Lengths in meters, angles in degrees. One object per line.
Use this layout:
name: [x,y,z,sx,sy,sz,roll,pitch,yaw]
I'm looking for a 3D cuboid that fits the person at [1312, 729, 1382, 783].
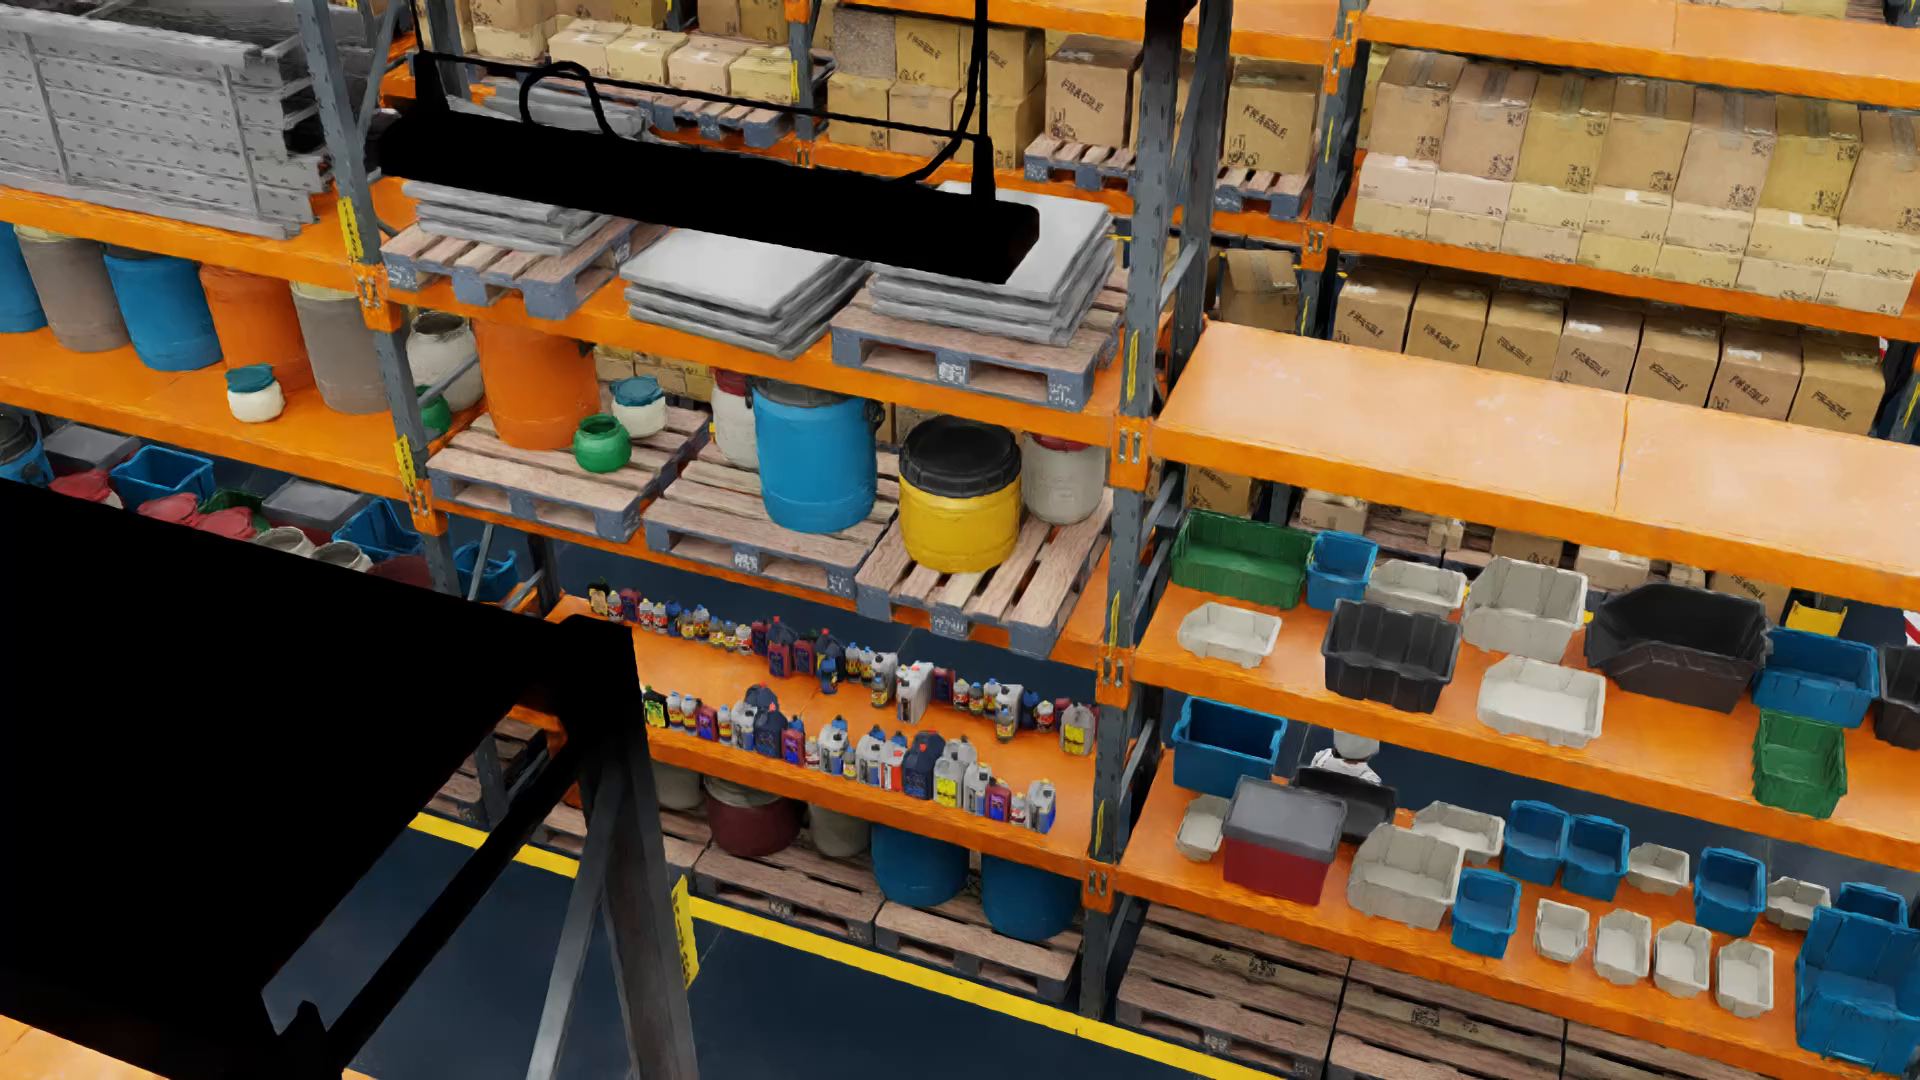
person: [2.262,1.668,9.705,0.592,1.658,0.539,27,44,31]
